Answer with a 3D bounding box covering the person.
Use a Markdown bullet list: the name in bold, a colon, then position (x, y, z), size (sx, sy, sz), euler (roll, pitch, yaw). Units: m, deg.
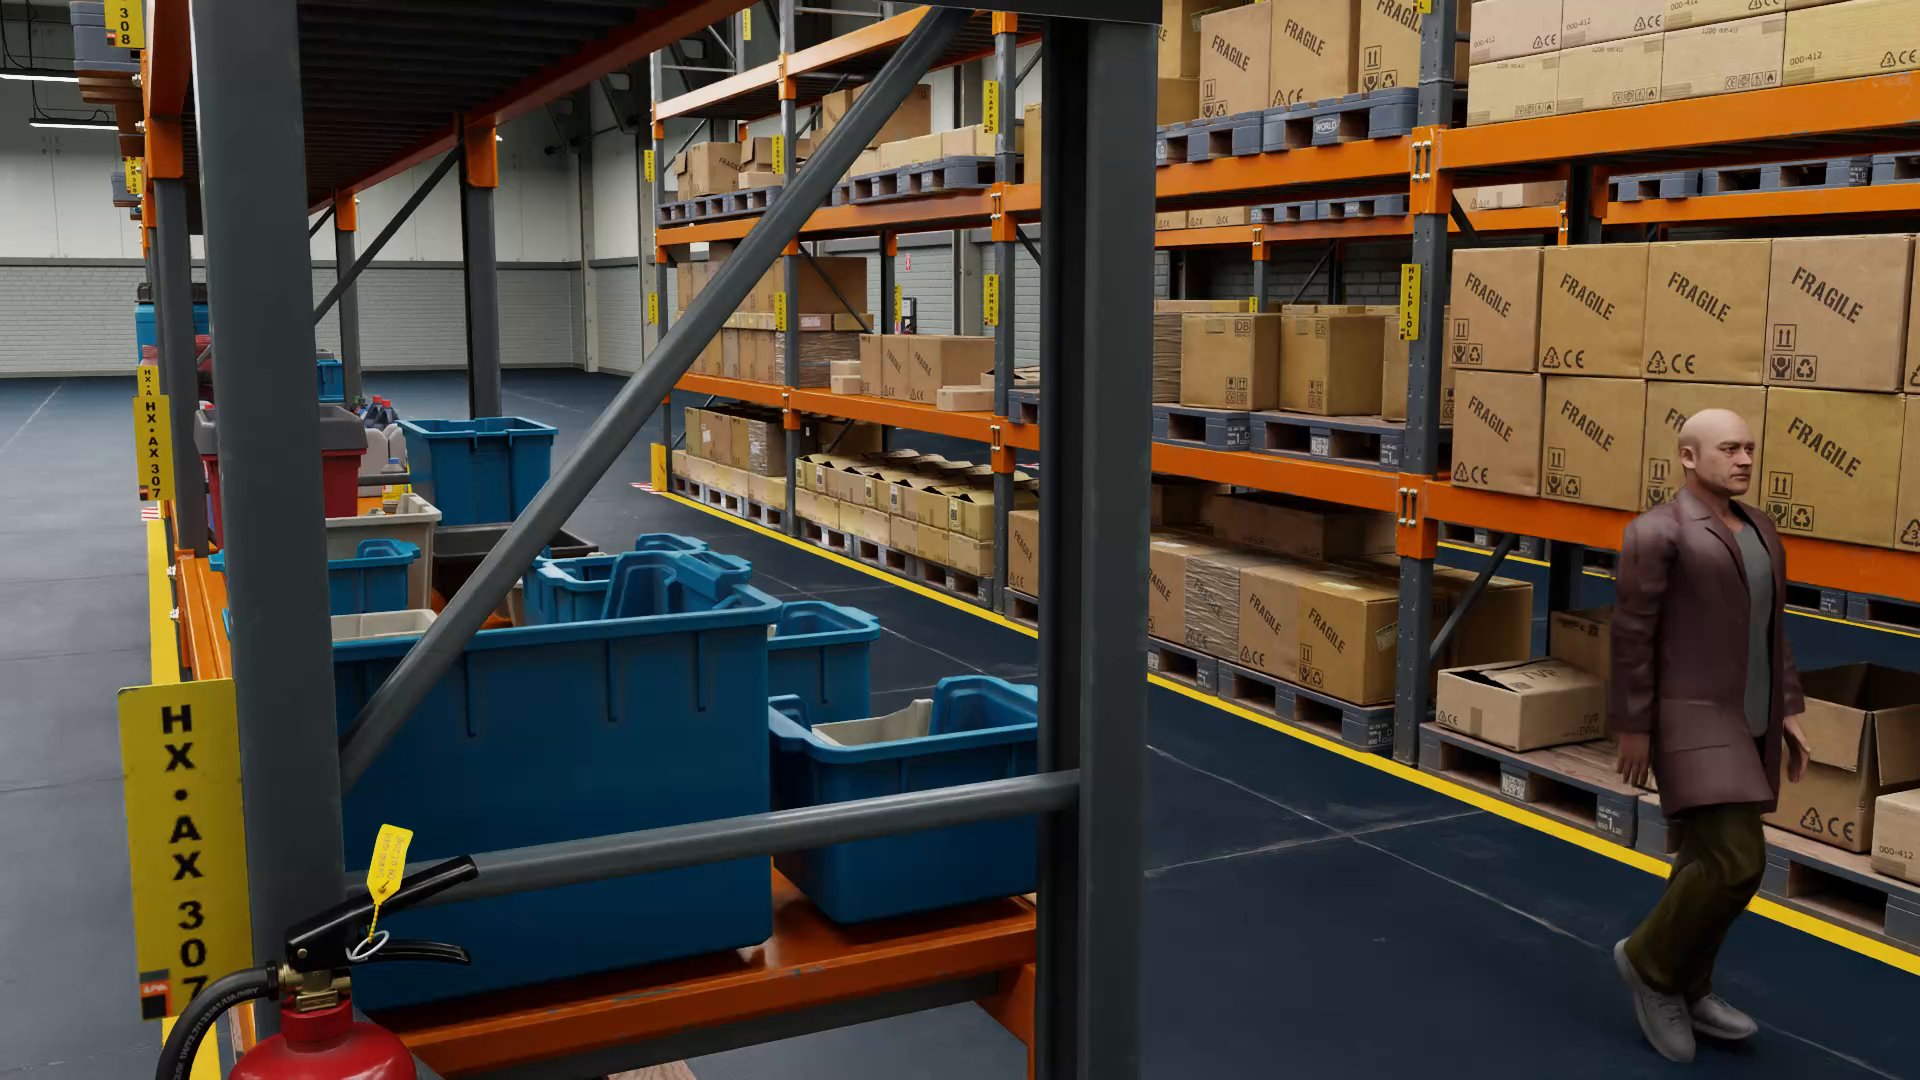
- **person**: position (2.118, 0.548, 4.610), size (0.567, 1.812, 0.482), euler (-5, 10, -30)
